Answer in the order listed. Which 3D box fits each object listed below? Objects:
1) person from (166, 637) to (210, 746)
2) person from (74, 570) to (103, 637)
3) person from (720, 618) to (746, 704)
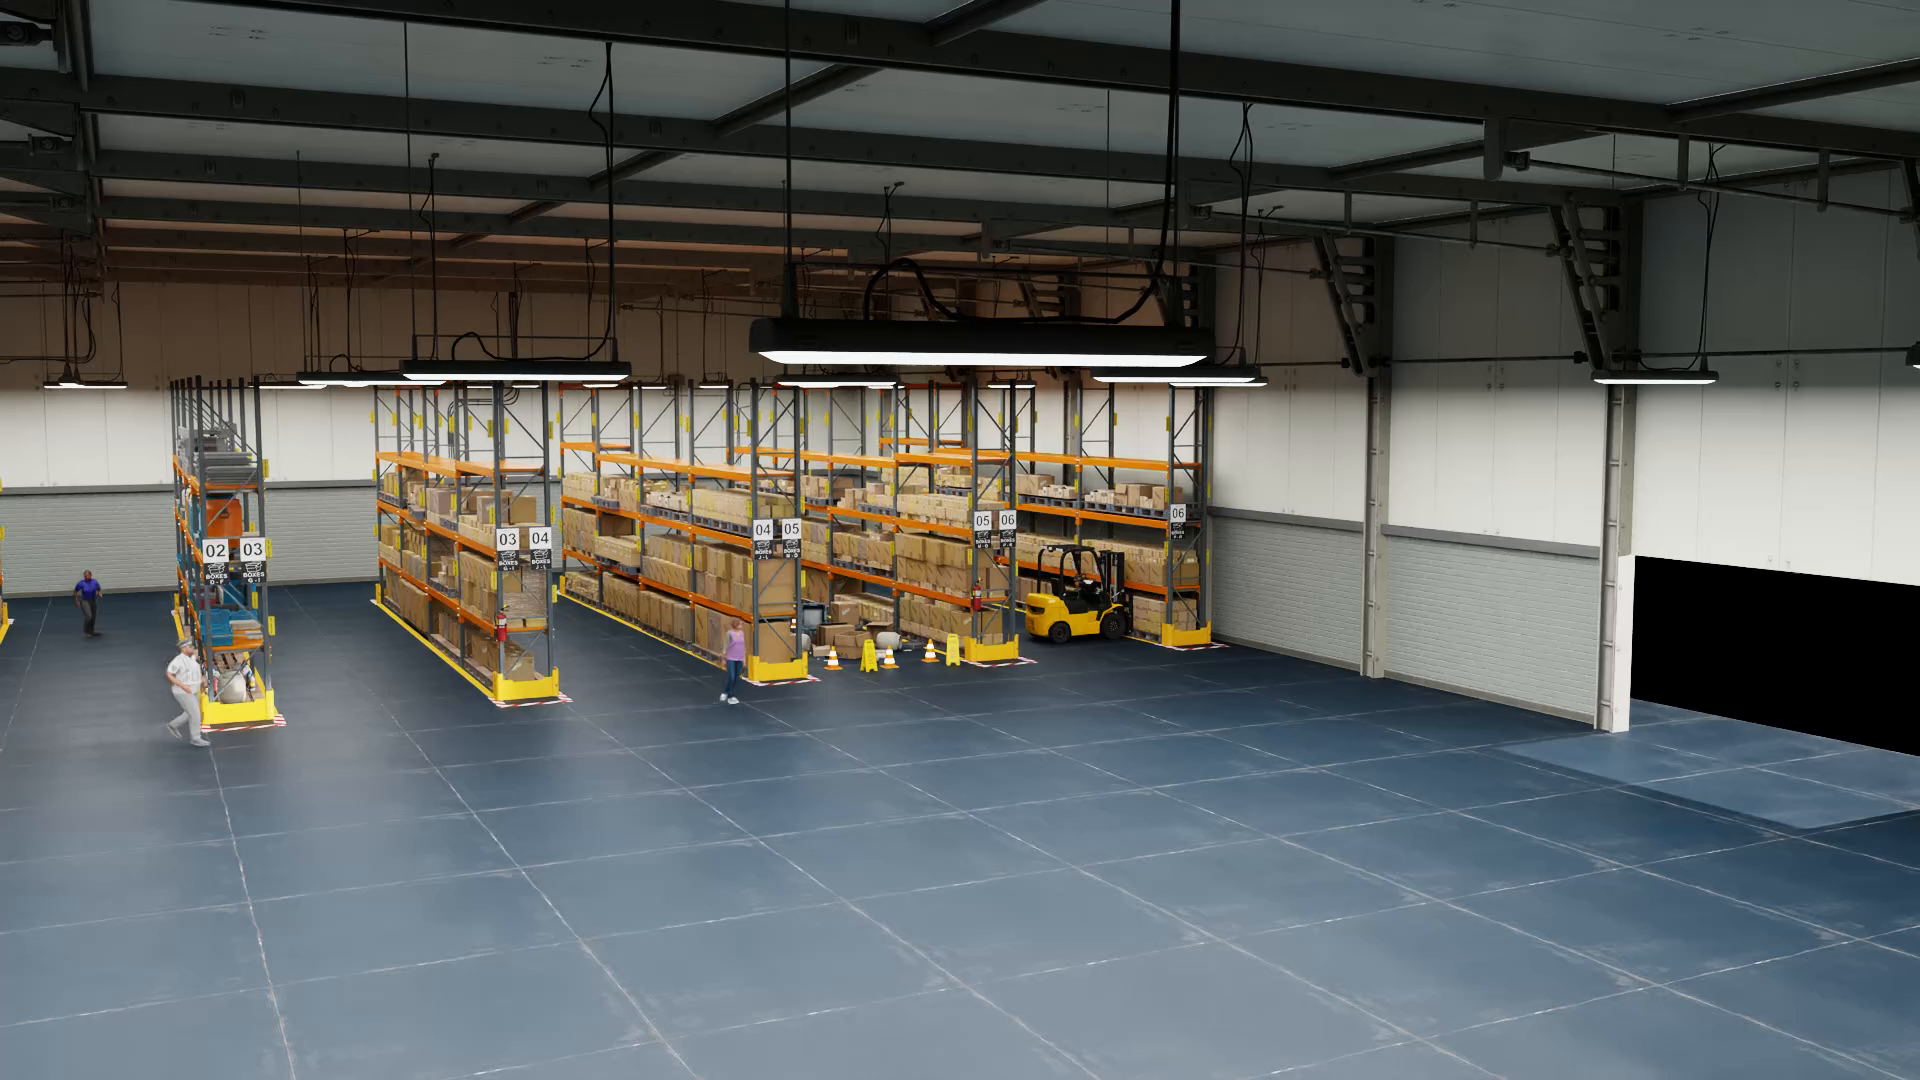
[{"bbox_3d":[-12.576,2.457,26.952,0.780,1.778,0.679,0,5,3],"label":"person"},{"bbox_3d":[-20.404,1.505,39.059,0.812,1.619,0.604,3,6,27],"label":"person"},{"bbox_3d":[-4.173,2.210,30.510,0.500,1.587,0.404,-5,7,-44],"label":"person"}]
